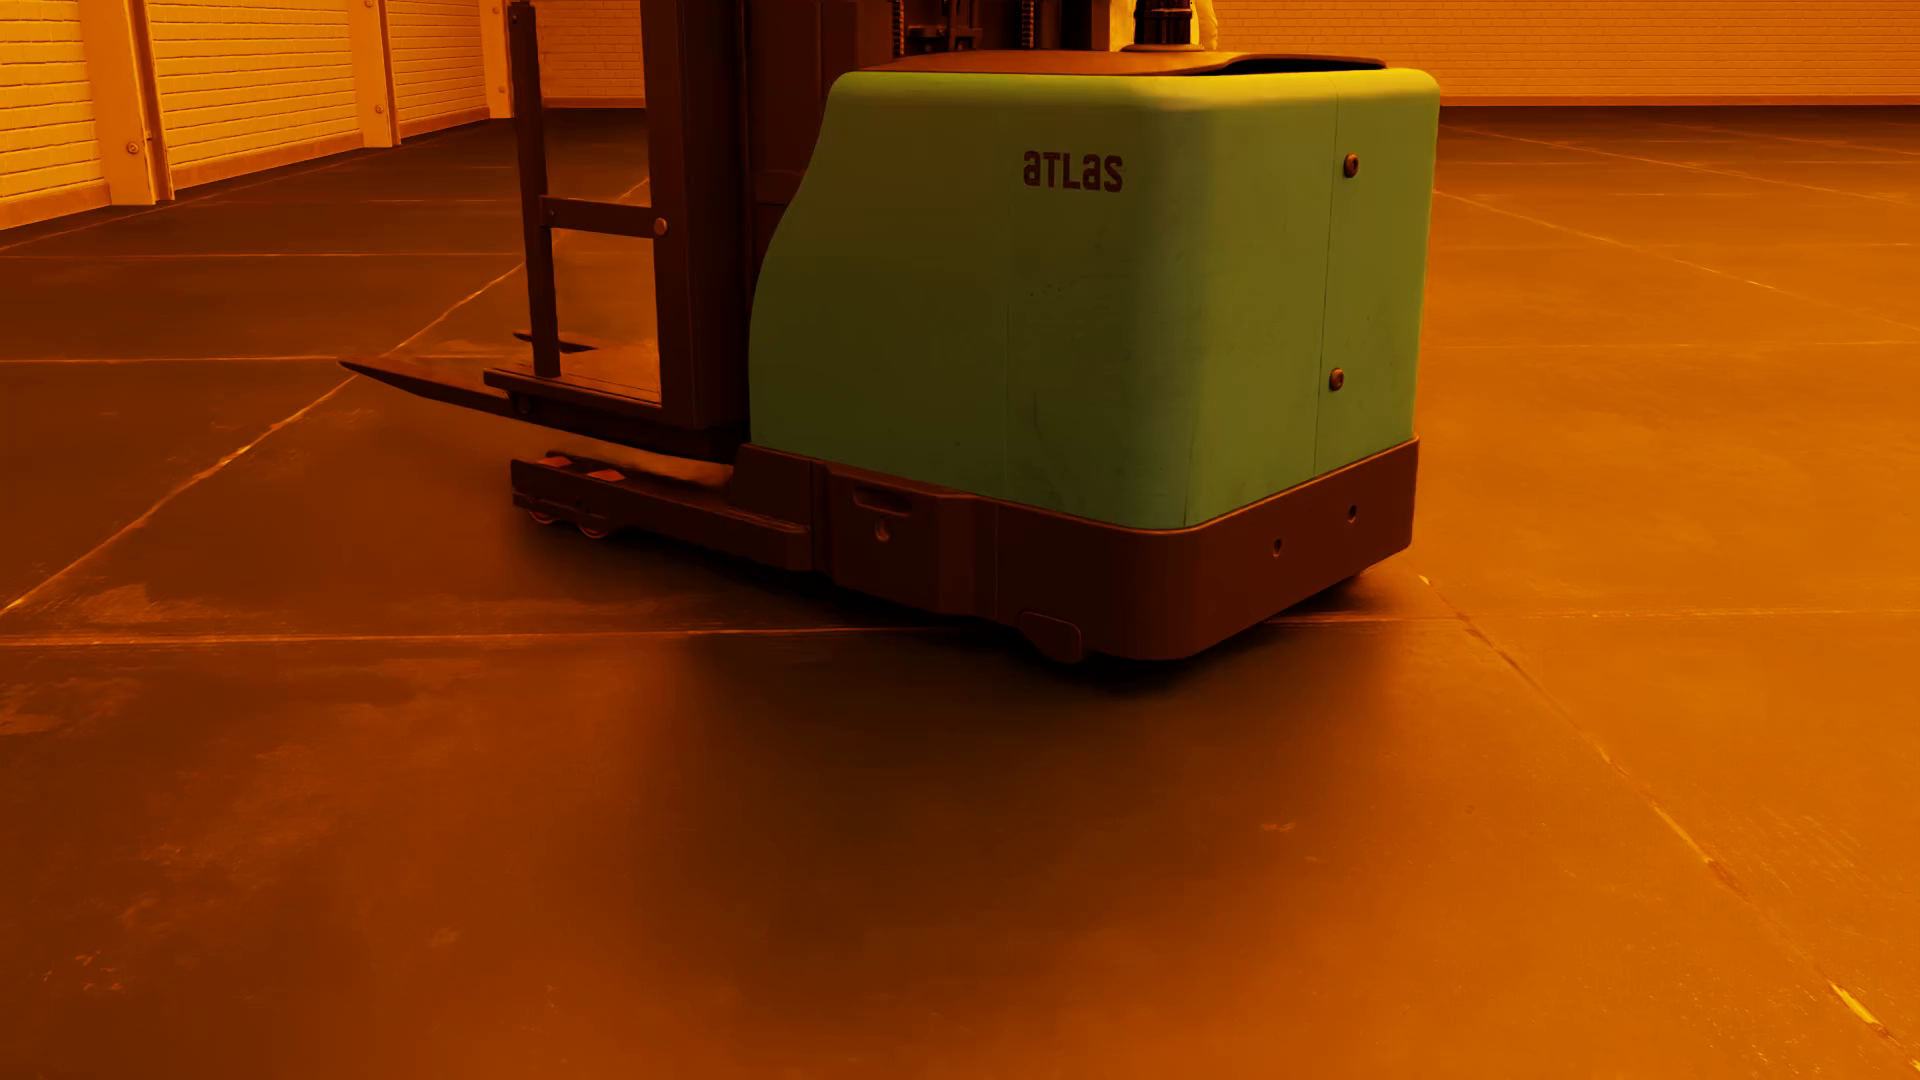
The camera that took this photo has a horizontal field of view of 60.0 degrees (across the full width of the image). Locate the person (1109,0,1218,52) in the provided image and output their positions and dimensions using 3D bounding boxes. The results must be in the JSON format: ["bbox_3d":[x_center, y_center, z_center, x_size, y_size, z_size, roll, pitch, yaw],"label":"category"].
[{"bbox_3d":[0.720,-1.821,6.811,0.632,1.773,0.569,-3,17,-9],"label":"person"}]

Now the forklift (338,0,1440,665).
[{"bbox_3d":[-0.459,-1.507,3.833,3.031,2.935,1.130,14,22,38],"label":"forklift"}]
